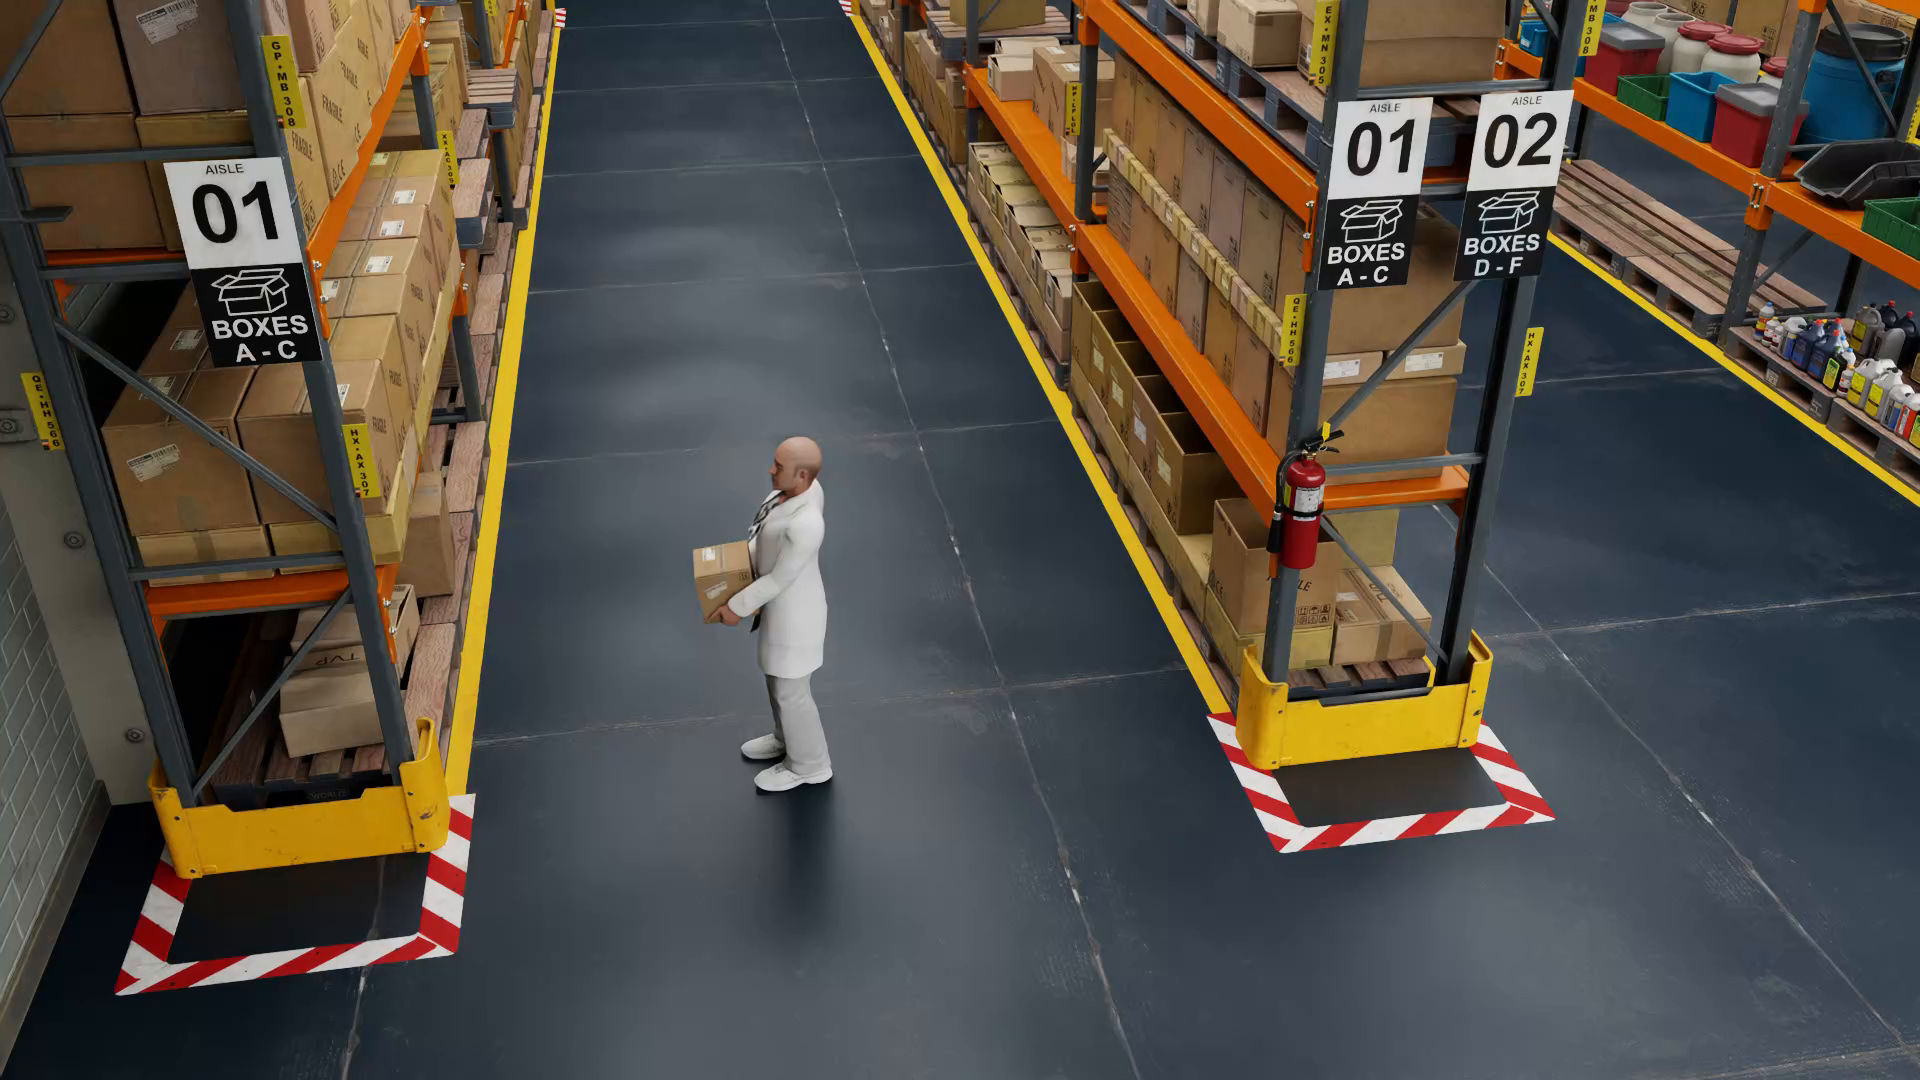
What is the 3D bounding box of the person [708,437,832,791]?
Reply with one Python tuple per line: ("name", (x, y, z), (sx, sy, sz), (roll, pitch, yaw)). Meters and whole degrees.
("person", (-0.868, 0.335, 7.589), (0.554, 1.771, 0.529), (-5, 31, -8))
